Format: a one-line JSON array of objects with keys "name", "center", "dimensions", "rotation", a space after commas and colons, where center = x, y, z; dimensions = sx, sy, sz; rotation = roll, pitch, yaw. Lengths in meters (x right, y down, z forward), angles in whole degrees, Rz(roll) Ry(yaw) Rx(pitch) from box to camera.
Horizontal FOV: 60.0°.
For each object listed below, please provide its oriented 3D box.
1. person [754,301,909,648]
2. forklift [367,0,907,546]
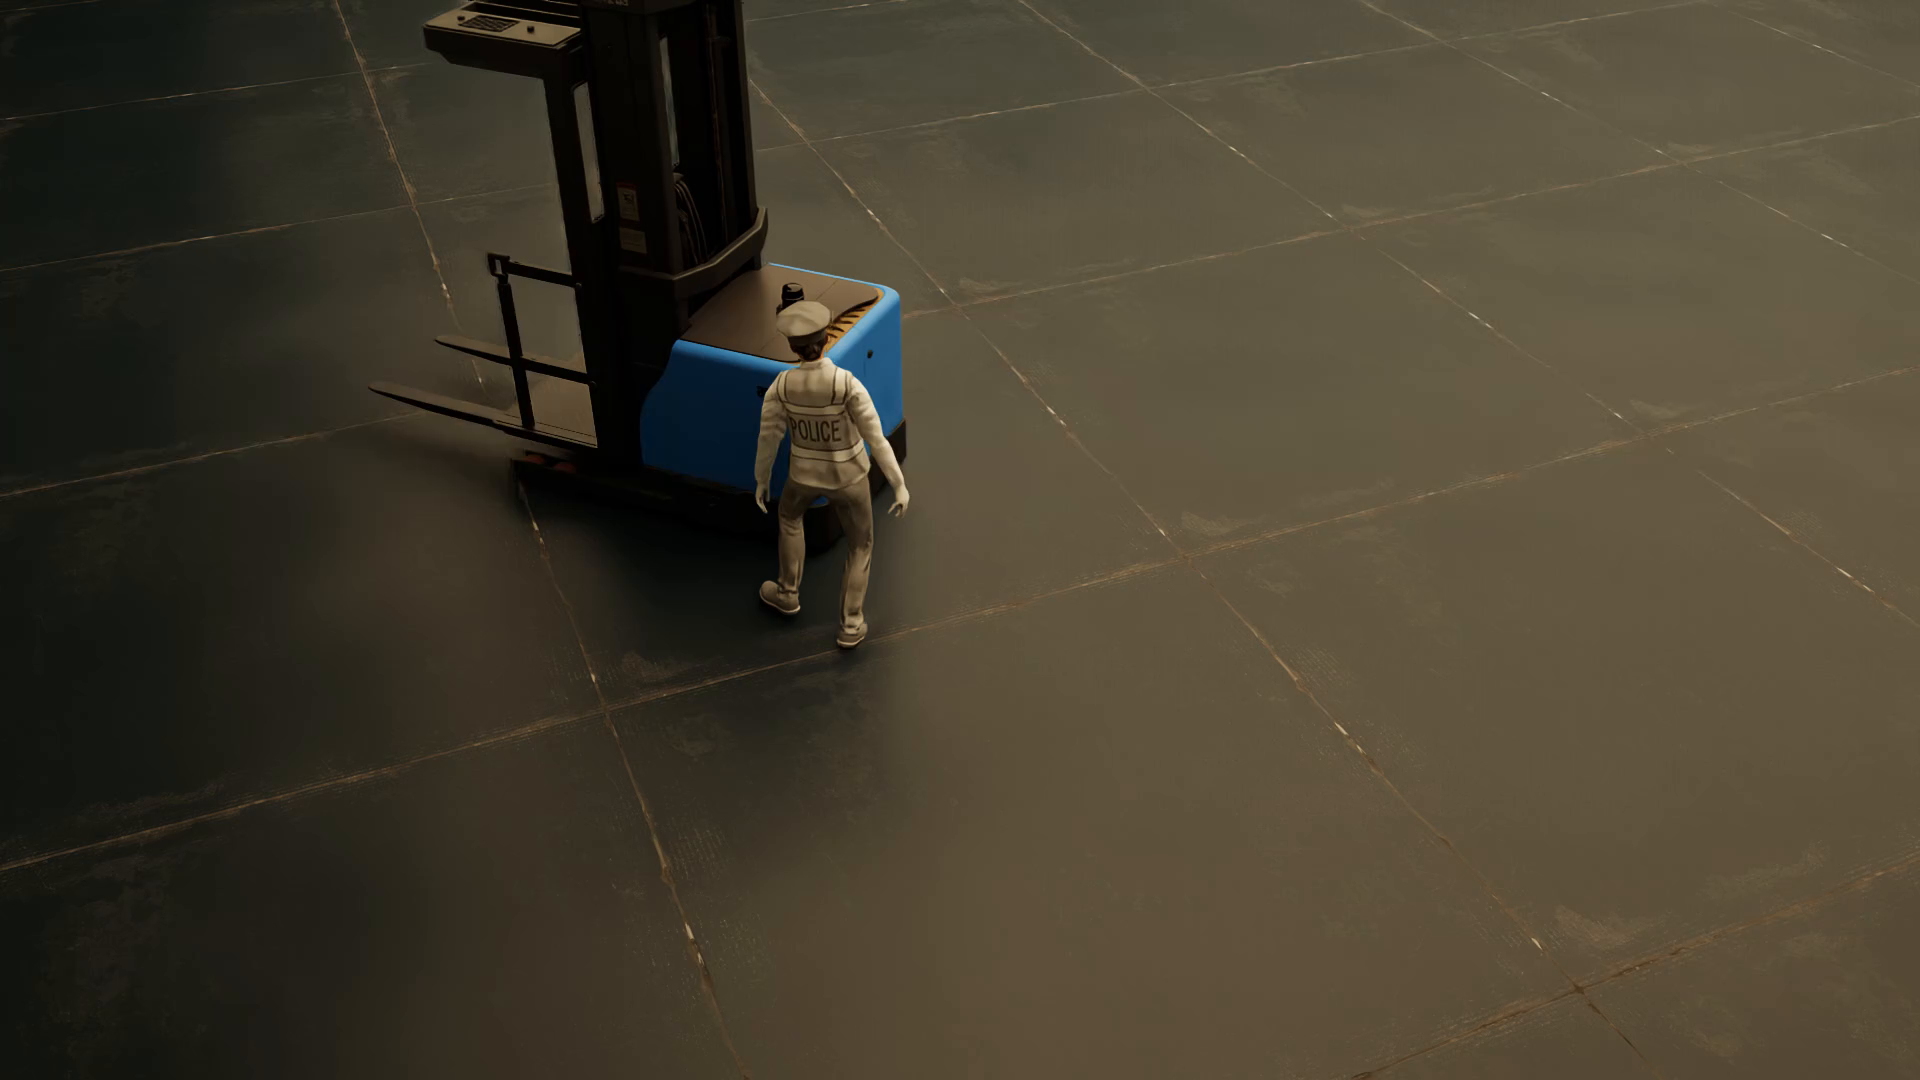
[{"name": "person", "center": [-0.613, -0.251, 7.622], "dimensions": [0.812, 1.655, 0.449], "rotation": [10, 37, 14]}, {"name": "forklift", "center": [-1.859, -1.713, 8.507], "dimensions": [3.031, 2.935, 1.130], "rotation": [14, 38, 19]}]
